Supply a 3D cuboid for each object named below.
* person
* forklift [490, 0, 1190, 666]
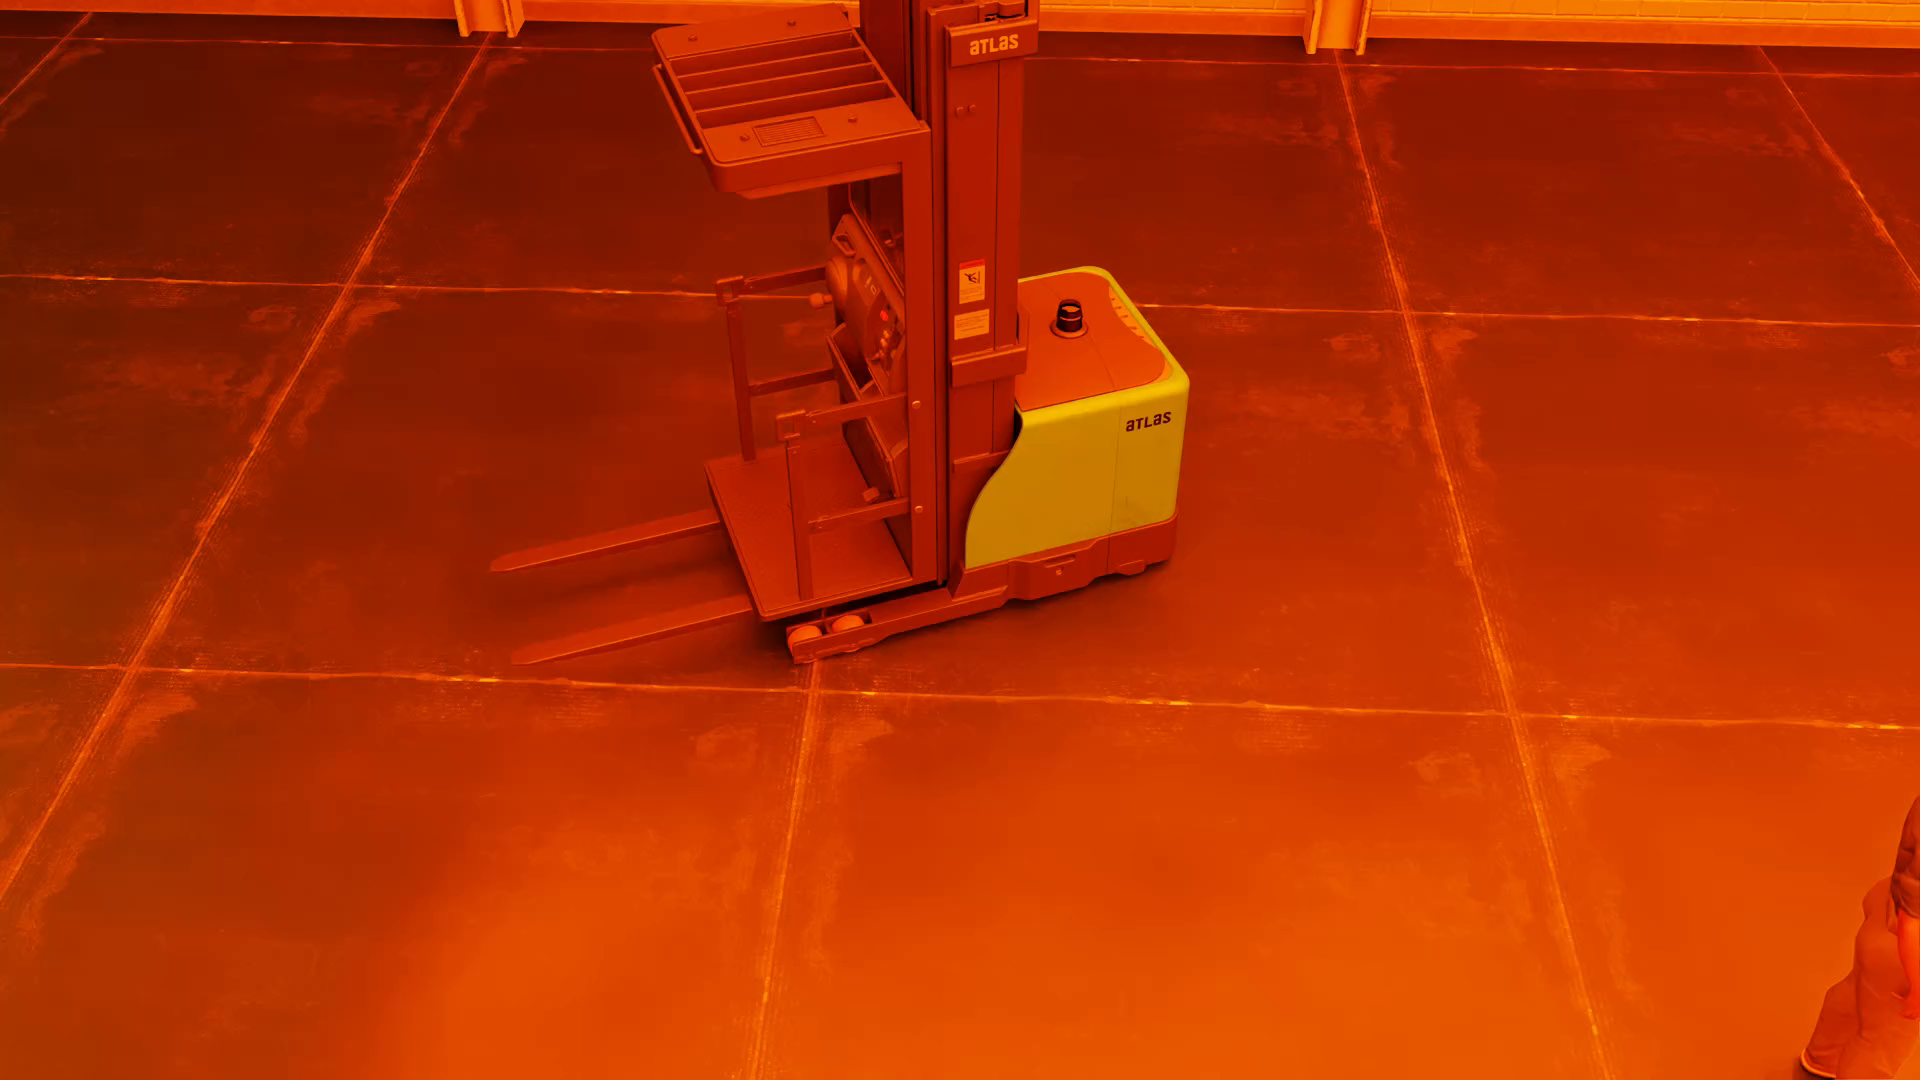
[{"bbox_3d":[3.086,1.293,5.264,0.501,1.656,0.565,21,46,21],"label":"person"},{"bbox_3d":[-0.573,-0.945,6.778,3.031,2.935,1.130,-13,44,-14],"label":"forklift"}]
